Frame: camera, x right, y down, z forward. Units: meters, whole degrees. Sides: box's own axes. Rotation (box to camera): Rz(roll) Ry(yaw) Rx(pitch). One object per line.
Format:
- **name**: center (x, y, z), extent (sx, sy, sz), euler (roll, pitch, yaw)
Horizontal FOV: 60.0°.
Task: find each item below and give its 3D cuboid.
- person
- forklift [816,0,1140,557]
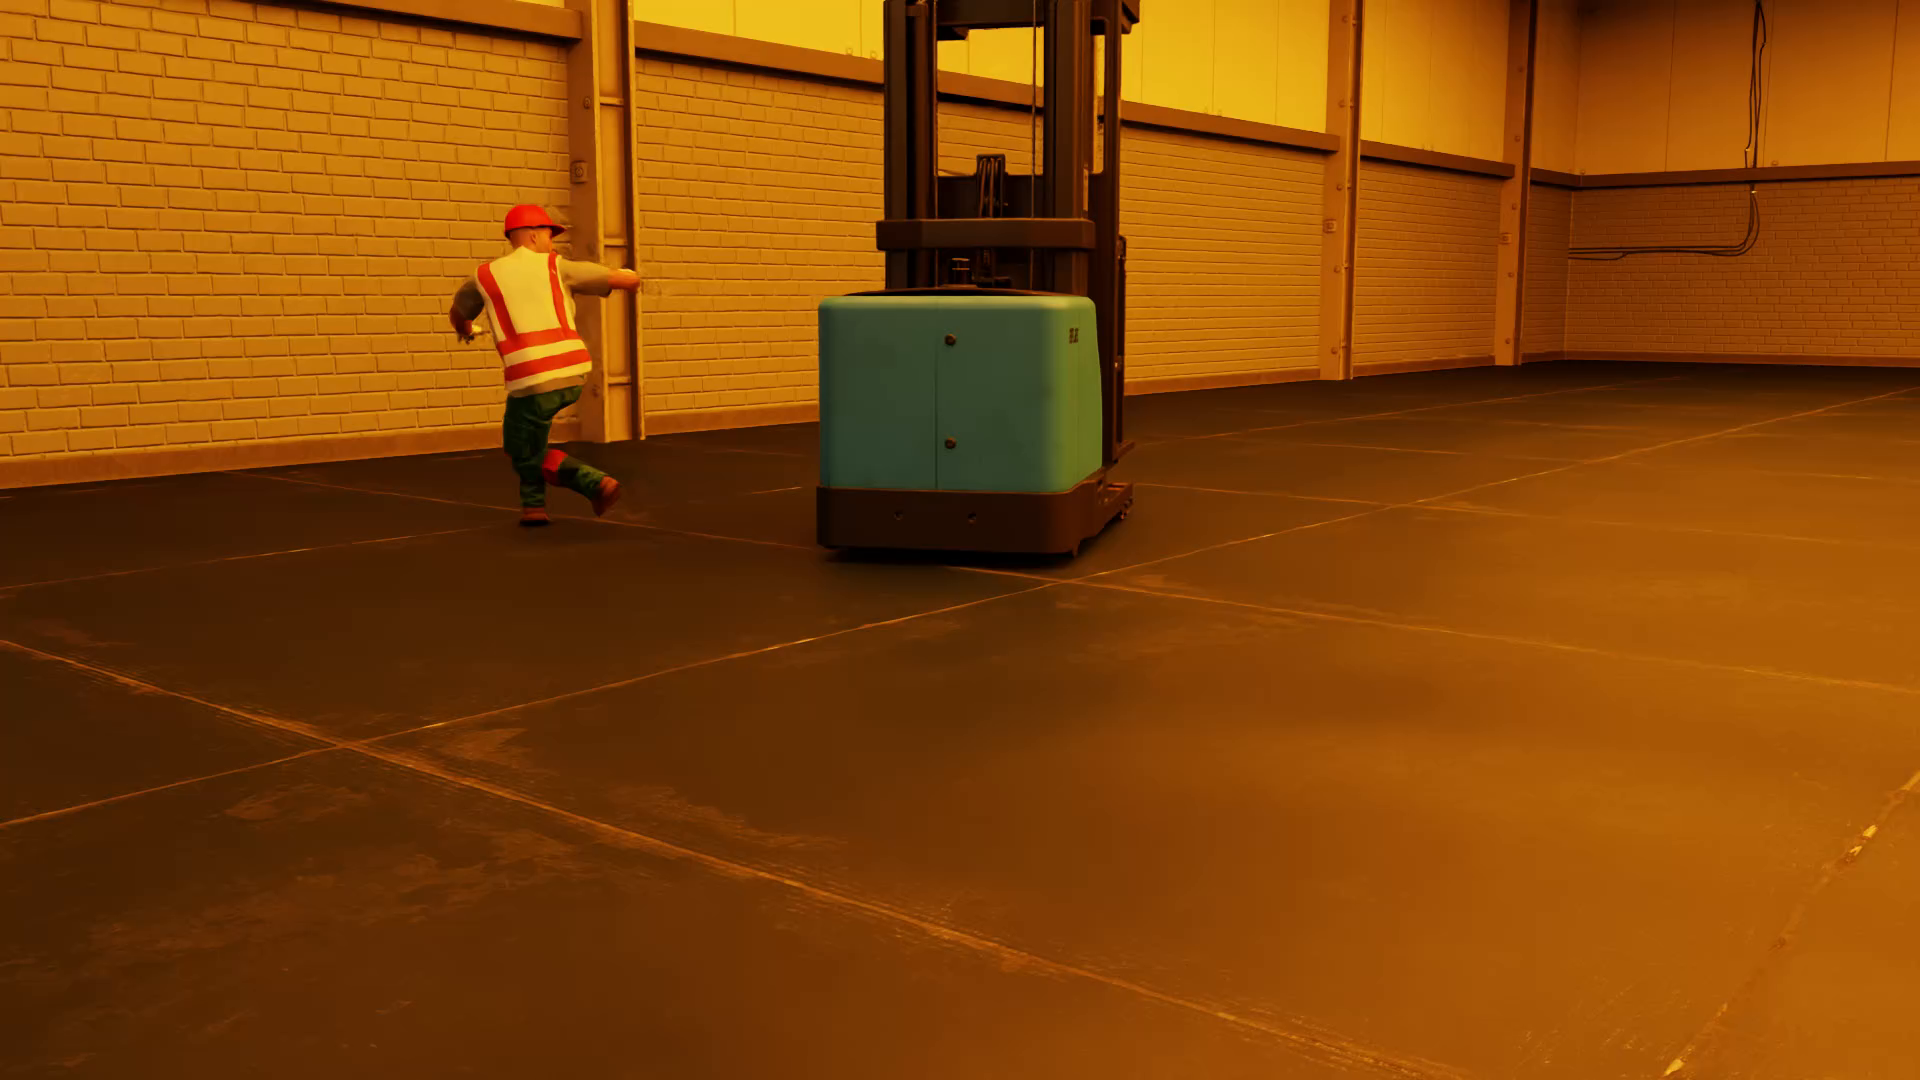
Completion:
- **person**: center (-1.930, -0.813, 7.875), extent (0.845, 1.496, 1.130), euler (-6, 10, -34)
- **forklift**: center (0.245, -1.552, 7.890), extent (1.130, 2.935, 3.031), euler (2, 9, 13)
